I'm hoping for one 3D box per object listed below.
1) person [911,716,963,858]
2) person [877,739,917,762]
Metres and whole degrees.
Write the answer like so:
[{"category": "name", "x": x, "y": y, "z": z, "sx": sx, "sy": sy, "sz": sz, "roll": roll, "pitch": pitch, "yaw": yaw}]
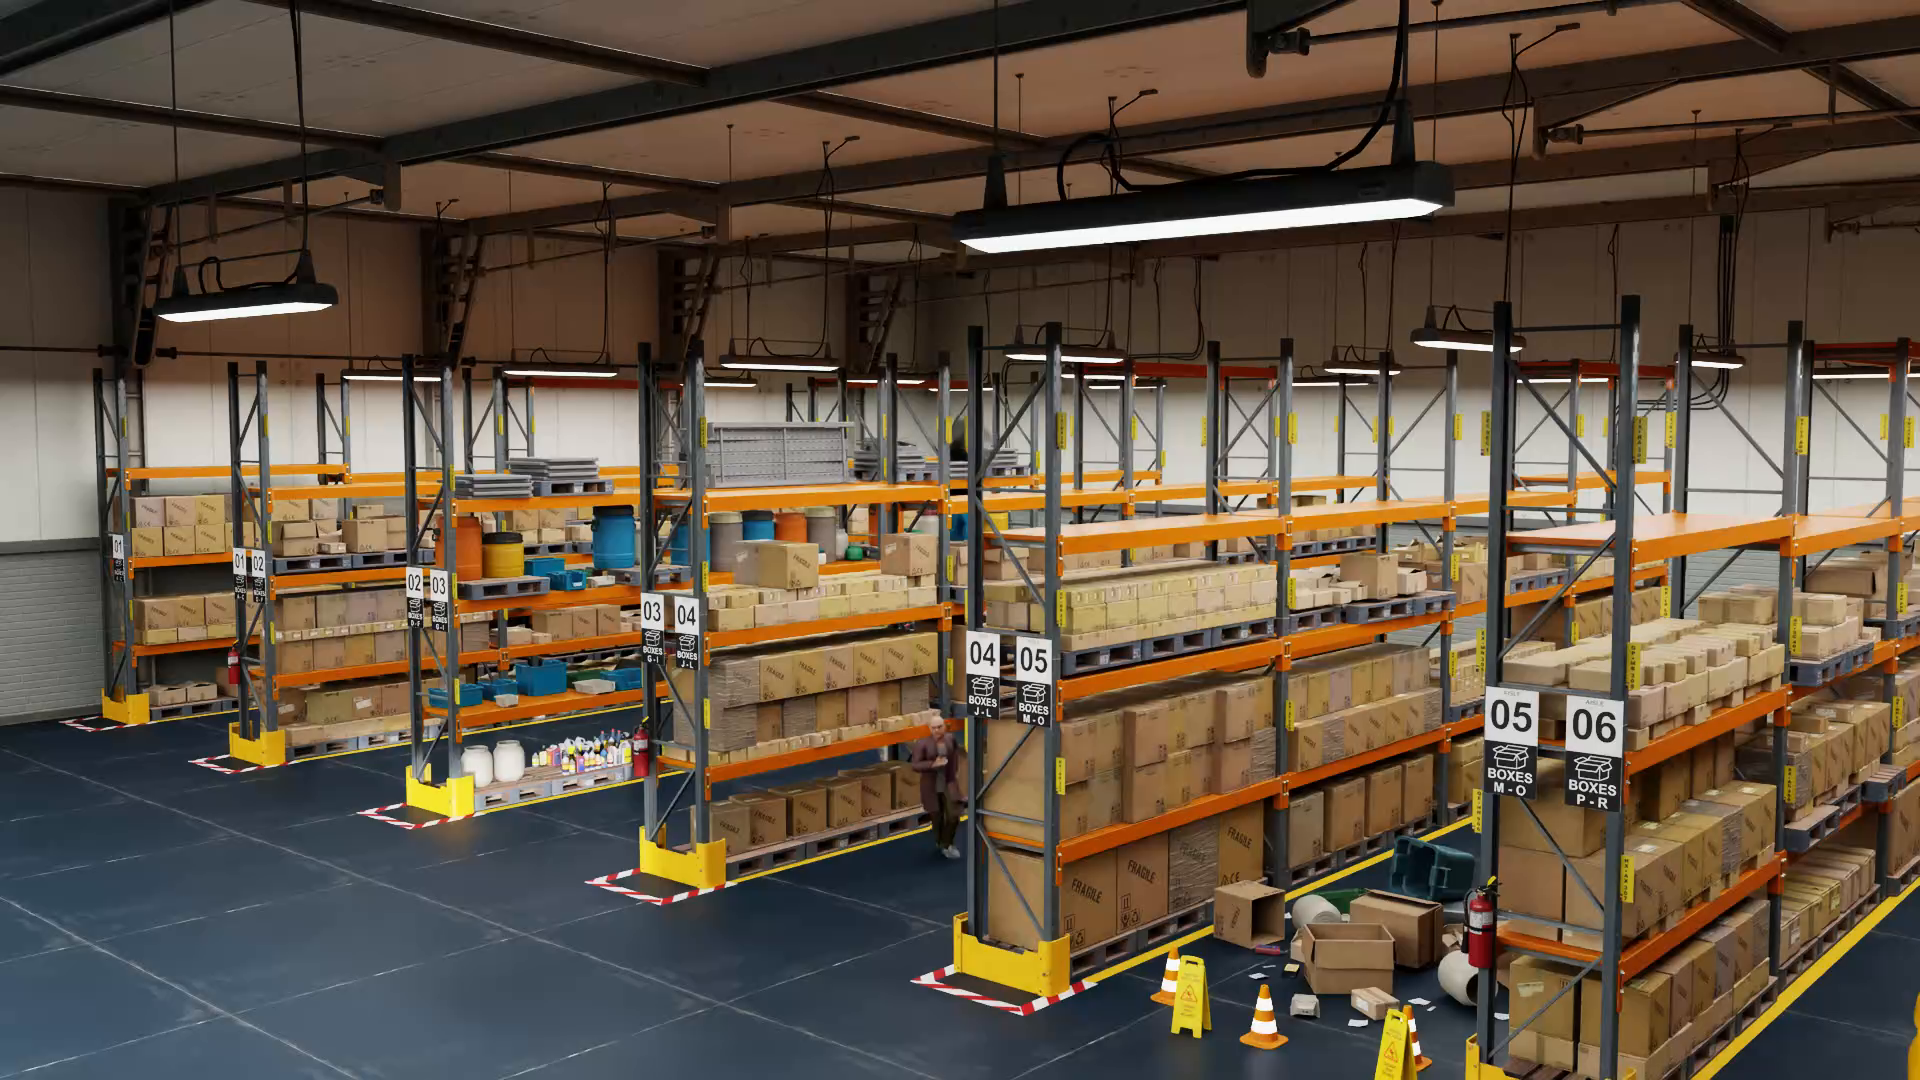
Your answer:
[{"category": "person", "x": -0.279, "y": 2.890, "z": 19.324, "sx": 0.619, "sy": 1.740, "sz": 0.932, "roll": -1, "pitch": 4, "yaw": -9}, {"category": "person", "x": -0.823, "y": 2.602, "z": 23.608, "sx": 1.095, "sy": 1.603, "sz": 0.697, "roll": -3, "pitch": 5, "yaw": -33}]
